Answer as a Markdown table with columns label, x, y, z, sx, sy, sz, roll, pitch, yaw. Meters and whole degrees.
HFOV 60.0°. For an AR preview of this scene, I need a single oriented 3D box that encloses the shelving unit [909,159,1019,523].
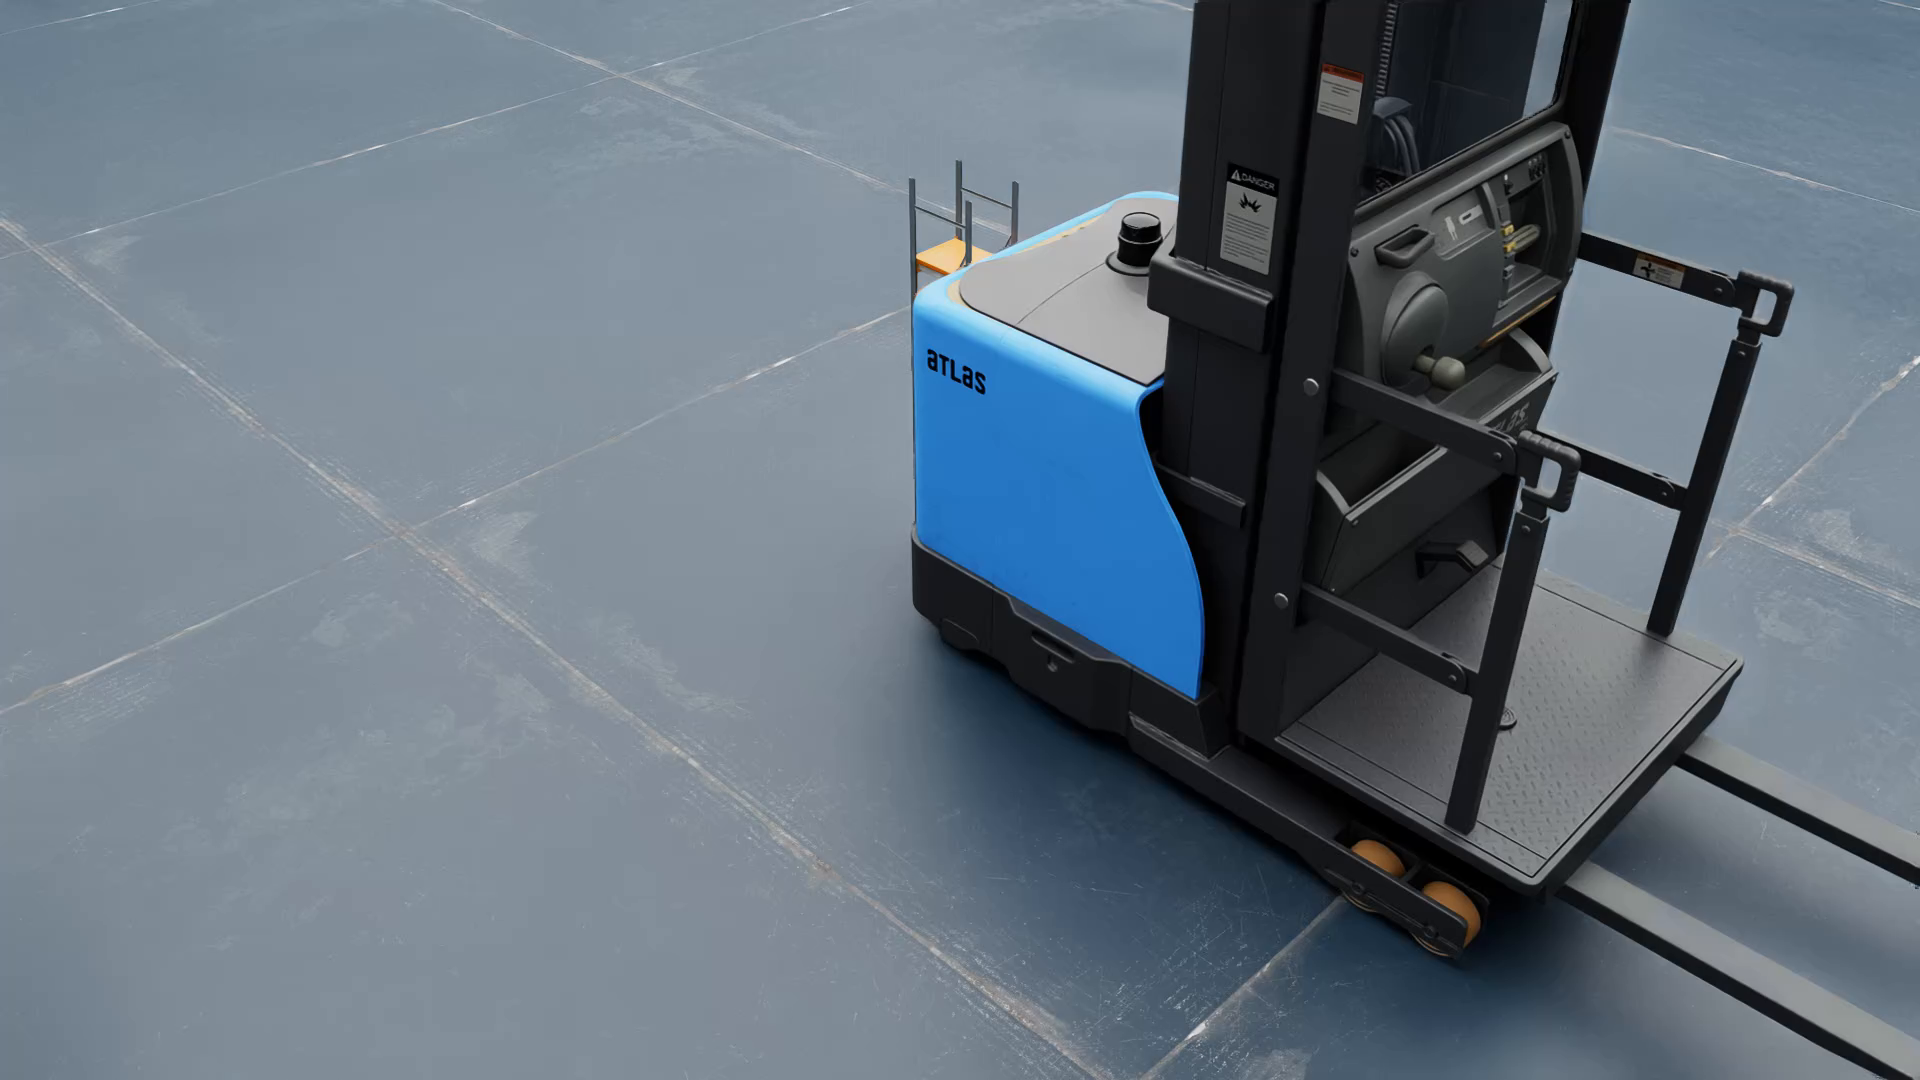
| label | x | y | z | sx | sy | sz | roll | pitch | yaw |
| --- | --- | --- | --- | --- | --- | --- | --- | --- | --- |
| shelving unit | 0.010 | -0.498 | 4.915 | 0.258 | 1.200 | 0.189 | 30 | 45 | 35 |

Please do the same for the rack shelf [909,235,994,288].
| label | x | y | z | sx | sy | sz | roll | pitch | yaw |
| --- | --- | --- | --- | --- | --- | --- | --- | --- | --- |
| rack shelf | 0.010 | -0.757 | 4.735 | 0.258 | 0.103 | 0.180 | 30 | 45 | 35 |

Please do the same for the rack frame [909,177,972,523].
| label | x | y | z | sx | sy | sz | roll | pitch | yaw |
| --- | --- | --- | --- | --- | --- | --- | --- | --- | --- |
| rack frame | -0.054 | -0.461 | 4.862 | 0.240 | 1.200 | 0.006 | 30 | 45 | 35 |

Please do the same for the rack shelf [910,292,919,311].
| label | x | y | z | sx | sy | sz | roll | pitch | yaw |
| --- | --- | --- | --- | --- | --- | --- | --- | --- | --- |
| rack shelf | 0.010 | -0.658 | 4.803 | 0.258 | 0.103 | 0.180 | 30 | 45 | 35 |

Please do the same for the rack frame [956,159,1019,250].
| label | x | y | z | sx | sy | sz | roll | pitch | yaw |
| --- | --- | --- | --- | --- | --- | --- | --- | --- | --- |
| rack frame | 0.075 | -0.535 | 4.968 | 0.240 | 1.200 | 0.006 | 30 | 45 | 35 |

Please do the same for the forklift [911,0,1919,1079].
| label | x | y | z | sx | sy | sz | roll | pitch | yaw |
| --- | --- | --- | --- | --- | --- | --- | --- | --- | --- |
| forklift | 1.267 | -0.577 | 3.515 | 3.031 | 2.935 | 1.130 | 29 | 44 | 35 |
